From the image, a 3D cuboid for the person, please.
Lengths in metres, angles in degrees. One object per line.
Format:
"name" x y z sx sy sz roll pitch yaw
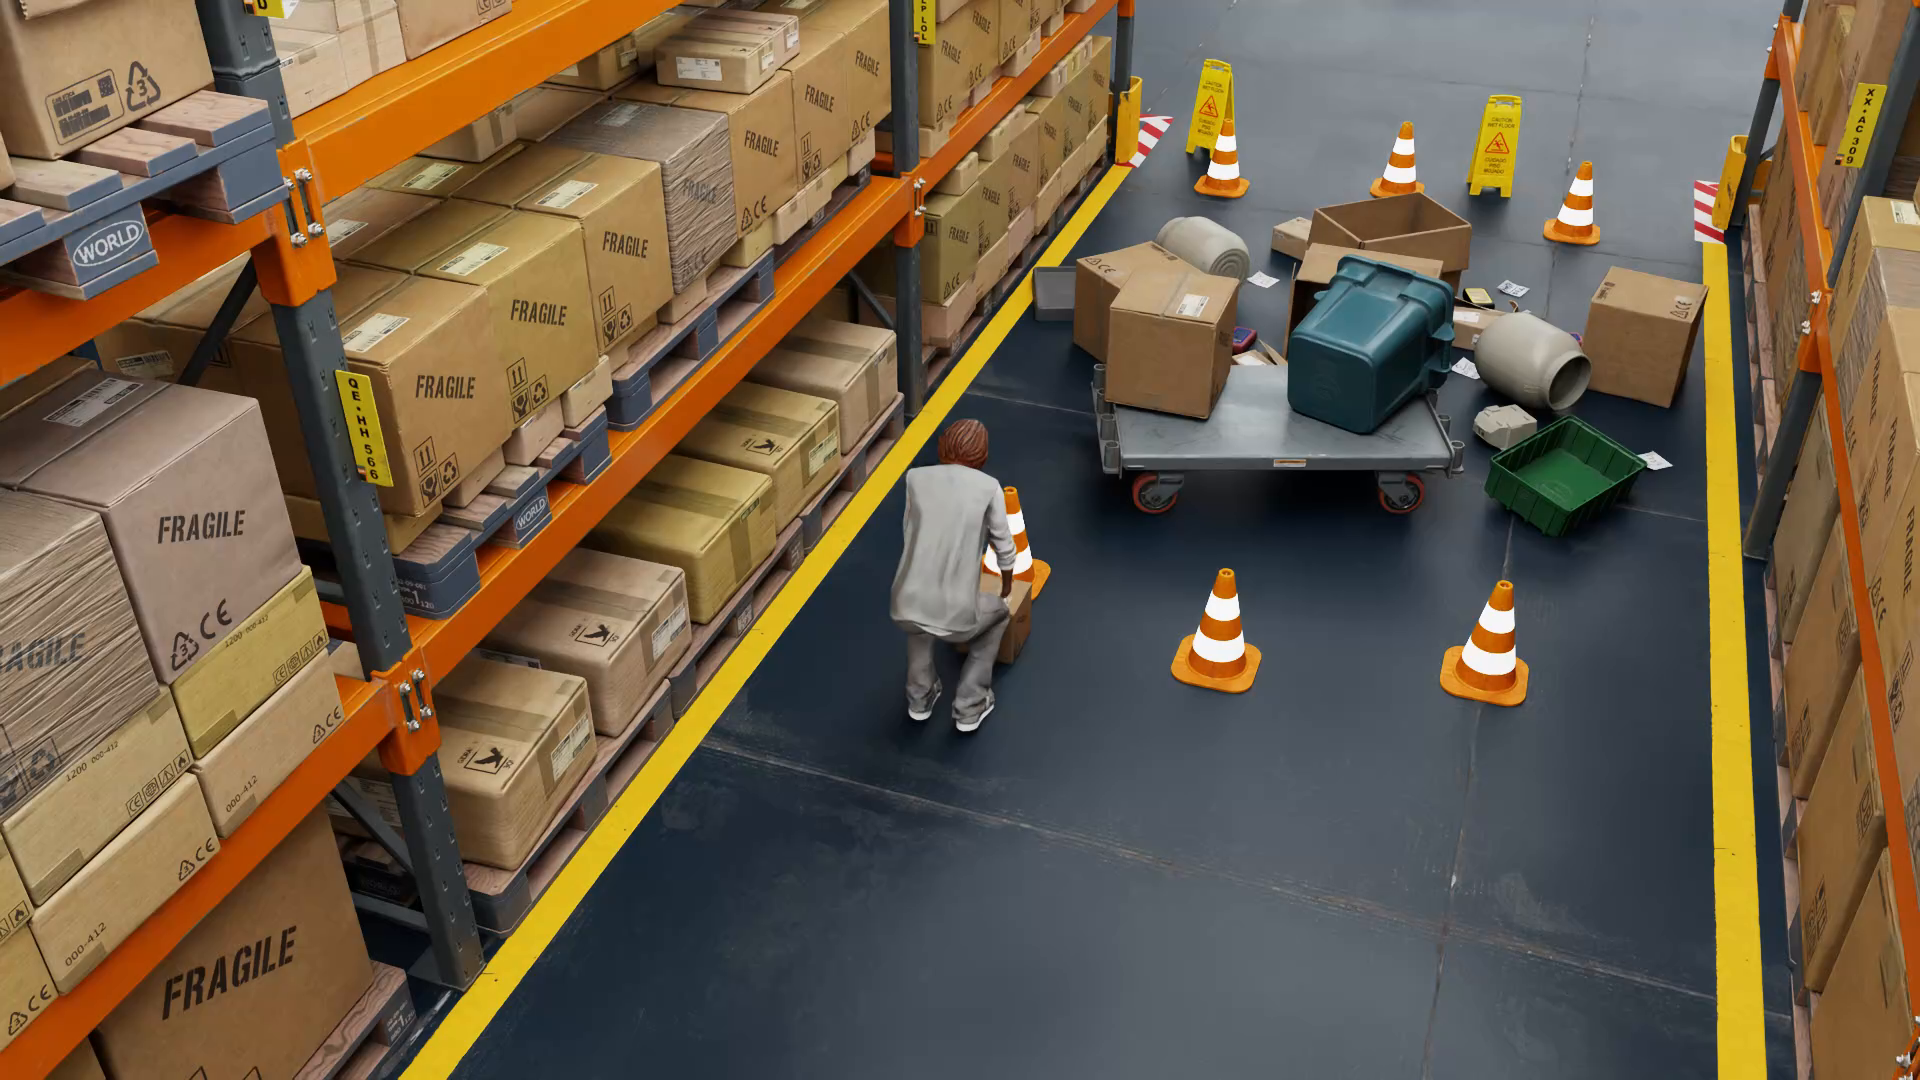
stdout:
"person" -0.052 0.165 6.328 0.462 1.129 0.736 11 35 16
